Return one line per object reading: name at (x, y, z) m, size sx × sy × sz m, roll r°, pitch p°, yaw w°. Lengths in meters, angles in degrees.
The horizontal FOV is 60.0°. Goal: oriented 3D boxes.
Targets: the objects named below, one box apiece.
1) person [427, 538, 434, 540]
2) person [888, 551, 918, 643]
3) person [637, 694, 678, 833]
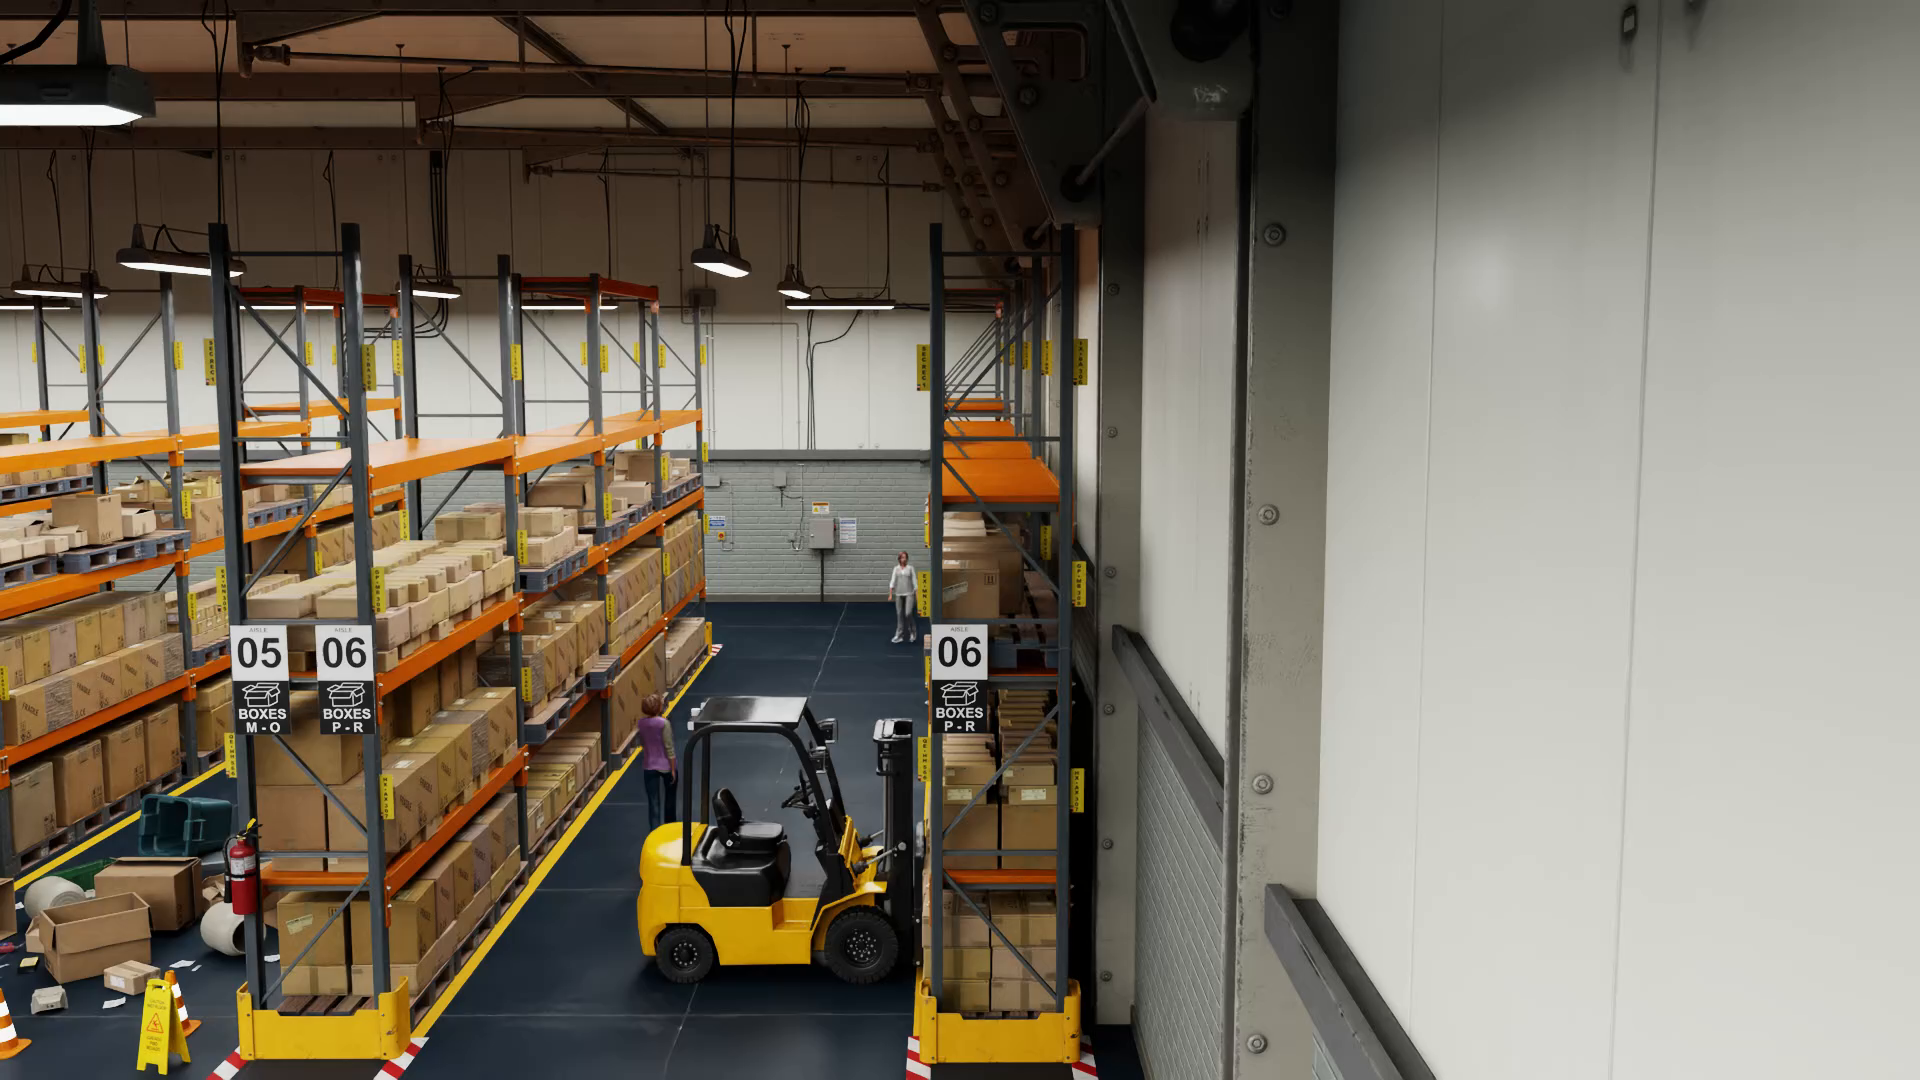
person at (-9.619, 0.815, 30.391) m, size 0.505 × 1.697 × 0.356 m, roll 2°, pitch 7°, yaw 17°
person at (-0.964, 1.000, 29.054) m, size 0.533 × 1.607 × 0.436 m, roll 3°, pitch 7°, yaw 27°
person at (-3.070, 2.307, 16.907) m, size 0.392 × 1.543 × 0.911 m, roll -1°, pitch 7°, yaw -8°
